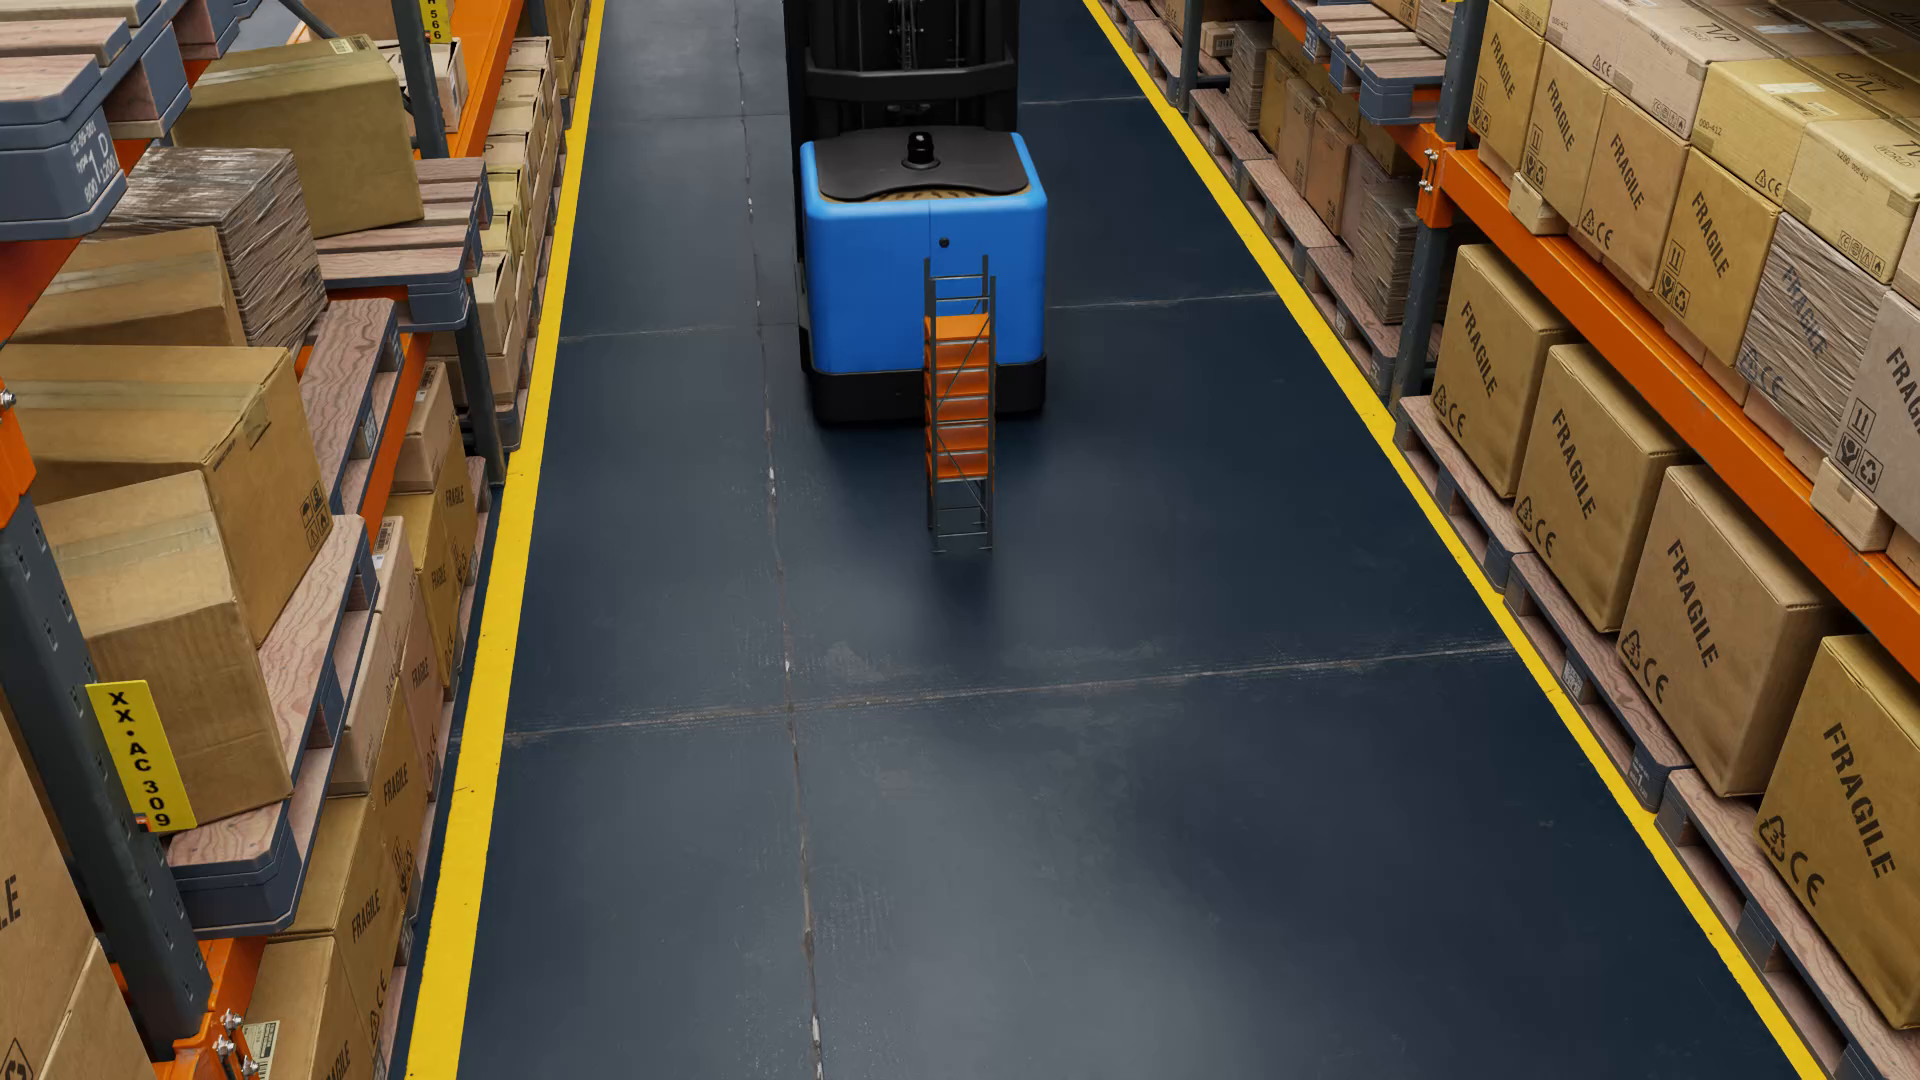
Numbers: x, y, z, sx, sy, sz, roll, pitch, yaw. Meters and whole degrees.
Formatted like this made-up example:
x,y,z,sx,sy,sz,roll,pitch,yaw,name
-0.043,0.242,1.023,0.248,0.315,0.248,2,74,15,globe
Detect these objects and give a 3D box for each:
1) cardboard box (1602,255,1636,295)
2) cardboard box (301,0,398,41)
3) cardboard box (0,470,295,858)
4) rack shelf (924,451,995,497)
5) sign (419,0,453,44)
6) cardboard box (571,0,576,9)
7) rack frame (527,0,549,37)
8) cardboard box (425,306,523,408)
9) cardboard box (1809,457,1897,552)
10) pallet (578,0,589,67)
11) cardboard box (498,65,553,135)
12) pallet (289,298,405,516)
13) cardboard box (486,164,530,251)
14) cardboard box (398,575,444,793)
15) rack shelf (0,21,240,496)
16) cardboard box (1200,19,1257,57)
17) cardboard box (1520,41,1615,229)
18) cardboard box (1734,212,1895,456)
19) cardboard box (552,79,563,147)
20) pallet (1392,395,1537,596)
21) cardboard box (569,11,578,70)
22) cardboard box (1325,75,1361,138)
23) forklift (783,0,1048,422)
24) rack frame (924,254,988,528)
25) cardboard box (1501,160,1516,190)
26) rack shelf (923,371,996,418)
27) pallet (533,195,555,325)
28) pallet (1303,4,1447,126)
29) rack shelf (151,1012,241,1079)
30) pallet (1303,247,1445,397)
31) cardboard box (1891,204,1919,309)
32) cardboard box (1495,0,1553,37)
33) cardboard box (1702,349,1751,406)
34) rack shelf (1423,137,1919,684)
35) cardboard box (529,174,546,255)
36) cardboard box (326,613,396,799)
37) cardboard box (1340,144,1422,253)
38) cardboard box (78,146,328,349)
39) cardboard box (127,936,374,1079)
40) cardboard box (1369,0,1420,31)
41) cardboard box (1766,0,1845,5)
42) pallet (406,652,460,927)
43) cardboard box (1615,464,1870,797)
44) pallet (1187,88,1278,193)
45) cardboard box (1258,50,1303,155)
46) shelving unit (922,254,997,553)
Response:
x,y,z,sx,sy,sz,roll,pitch,yaw,name
2.456,-0.972,5.718,0.380,0.149,0.250,-4,34,-5,cardboard box
-2.686,-2.439,7.577,0.500,0.500,0.500,-6,35,-9,cardboard box
-1.748,0.273,3.224,0.700,0.500,0.500,-16,37,-22,cardboard box
-0.002,-0.269,6.584,0.258,0.103,0.180,-4,35,-6,rack shelf
-1.907,-1.955,5.997,0.100,0.325,0.005,-4,35,-6,sign
-2.869,-3.883,11.187,0.500,0.500,0.500,-4,35,-6,cardboard box
-2.982,-3.695,9.508,1.000,3.000,0.127,-4,35,-6,rack frame
-2.223,-0.815,7.351,0.500,0.250,0.500,-4,35,-7,cardboard box
2.535,-0.110,4.453,0.380,0.149,0.250,-4,35,-6,cardboard box
-3.215,-3.672,11.951,1.003,0.211,1.213,-4,35,-6,pallet
-2.567,-2.470,9.281,0.500,0.311,0.500,-3,34,-5,cardboard box
-2.178,-0.299,4.695,1.003,0.211,1.213,-4,35,-6,pallet
-2.369,-1.624,8.040,0.500,0.311,0.500,-5,35,-8,cardboard box
-1.939,0.474,5.220,0.500,0.500,0.500,-6,35,-8,cardboard box
-2.175,-1.289,3.953,1.077,0.370,4.000,-4,35,-6,rack shelf
1.825,-3.380,11.171,0.380,0.166,0.250,-9,35,-13,cardboard box
2.337,-1.429,5.813,0.500,0.500,0.500,-3,34,-5,cardboard box
2.553,-0.584,4.573,0.500,0.500,0.500,-4,35,-6,cardboard box
-2.639,-2.523,9.857,0.500,0.250,0.500,-5,35,-7,cardboard box
2.496,-0.242,6.918,1.003,0.211,1.213,-4,35,-6,pallet
-2.806,-3.293,10.988,0.500,0.250,0.500,-4,35,-6,cardboard box
2.227,-2.306,8.634,0.500,0.250,0.500,-5,35,-7,cardboard box
-0.299,-2.551,7.890,1.130,2.935,3.031,-4,34,-6,forklift
-0.014,-0.555,6.499,0.240,1.200,0.006,-4,35,-6,rack frame
2.304,-1.402,6.349,0.380,0.149,0.250,-4,34,-6,cardboard box
-0.002,-0.566,6.381,0.258,0.103,0.180,-4,35,-6,rack shelf
-2.677,-1.452,8.694,1.003,0.211,1.213,-4,35,-6,pallet
2.263,-2.150,7.412,1.213,0.211,1.003,-4,35,-6,pallet
-1.637,2.183,1.523,1.077,0.370,4.000,-4,35,-6,rack shelf
2.361,-1.124,8.212,1.003,0.211,1.213,-4,35,-6,pallet
2.627,-0.618,3.956,0.500,0.250,0.500,-4,34,-5,cardboard box
2.274,-2.034,6.034,0.500,0.250,0.500,-4,34,-5,cardboard box
2.524,-0.541,5.086,0.380,0.149,0.250,-3,34,-5,cardboard box
2.733,-0.427,5.352,1.077,0.370,4.000,-4,35,-6,rack shelf
-2.436,-1.671,8.607,0.500,0.250,0.500,-4,34,-5,cardboard box
-1.864,0.464,4.569,0.500,0.250,0.500,-4,35,-6,cardboard box
2.362,-1.683,8.385,0.700,0.500,0.500,-4,35,-6,cardboard box
-2.314,-0.810,4.813,0.700,0.500,0.500,2,34,3,cardboard box
-1.730,1.332,3.961,0.500,0.500,0.500,-6,35,-9,cardboard box
2.289,-2.635,7.473,0.700,0.500,0.500,-8,35,-11,cardboard box
2.848,-1.800,5.691,0.500,0.250,0.500,-5,35,-8,cardboard box
-2.220,0.788,5.406,1.003,0.211,1.213,-4,35,-6,pallet
2.664,0.258,5.244,0.750,0.750,0.750,-3,34,-5,cardboard box
2.033,-2.486,10.210,1.003,0.211,1.213,-4,35,-6,pallet
2.161,-2.527,9.624,0.700,0.500,0.500,-5,35,-7,cardboard box
-0.002,-0.504,6.424,0.258,1.200,0.189,-4,35,-6,shelving unit
